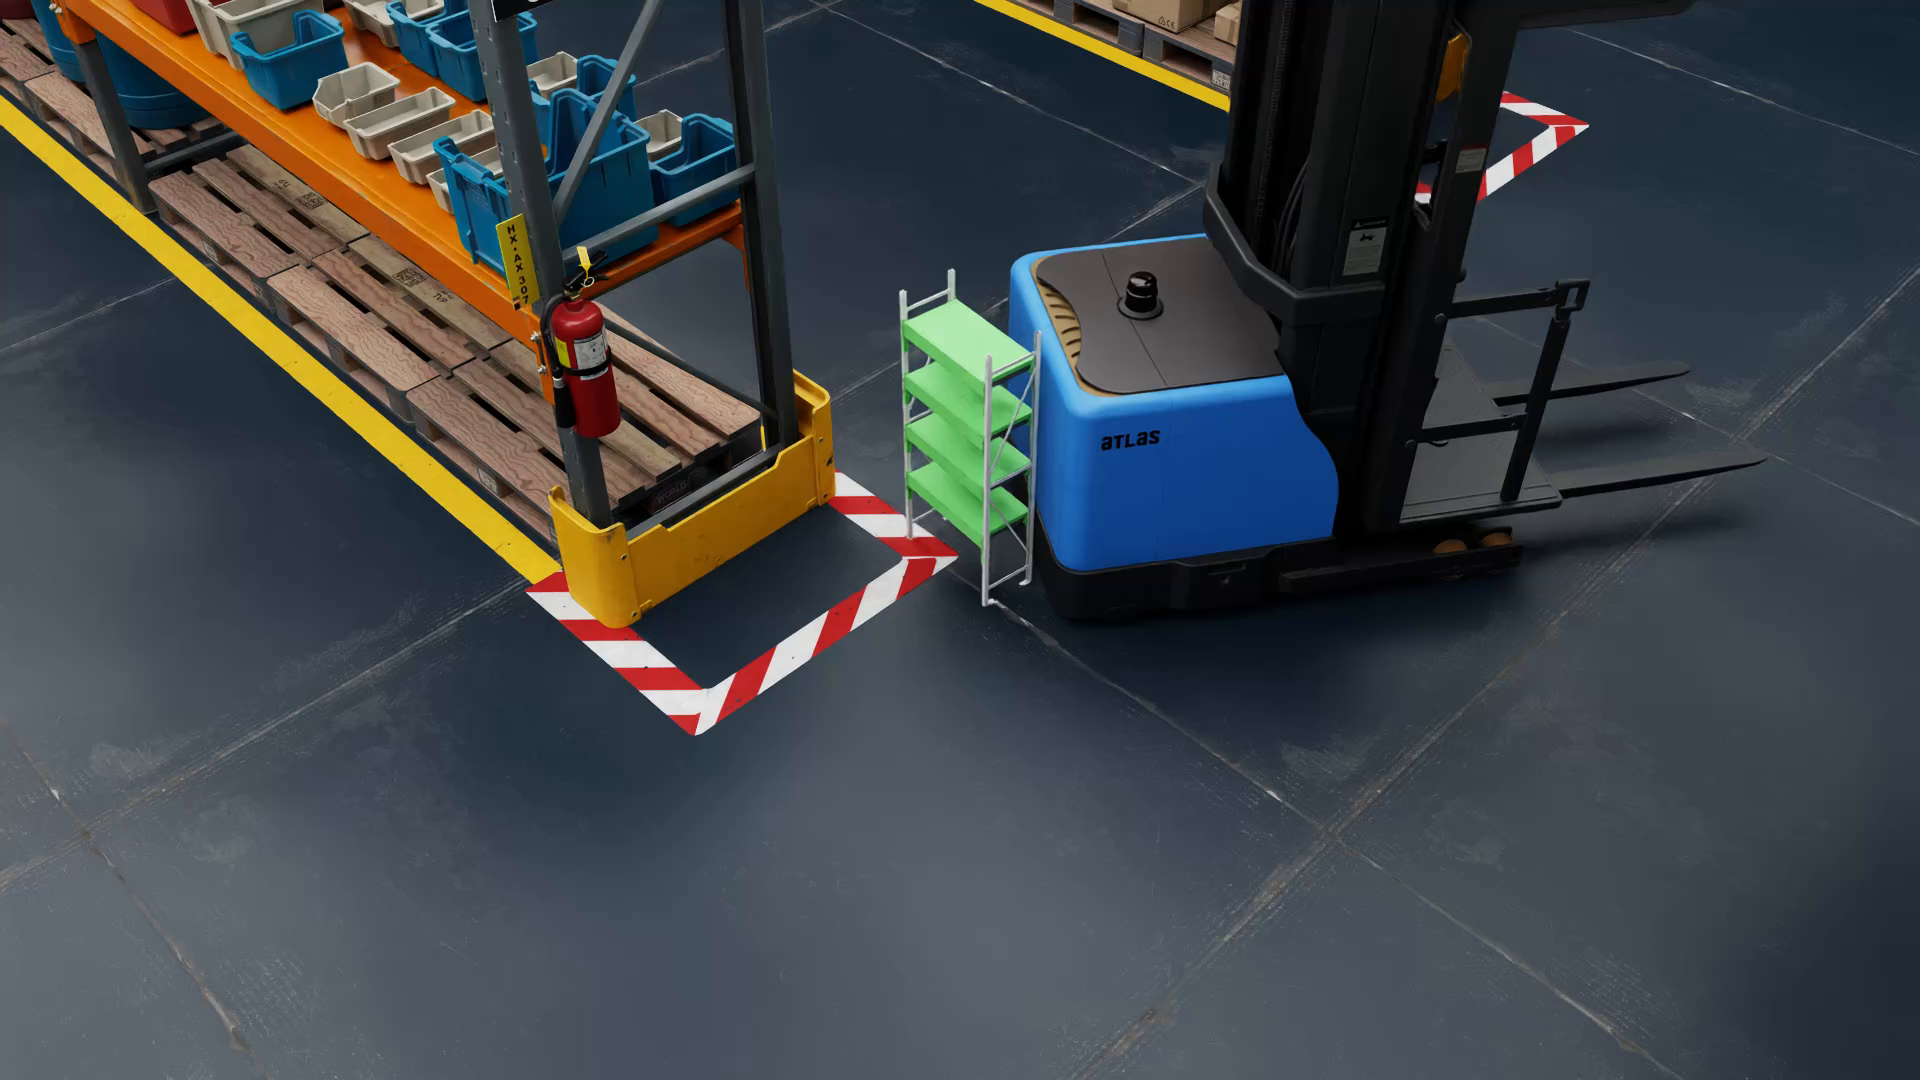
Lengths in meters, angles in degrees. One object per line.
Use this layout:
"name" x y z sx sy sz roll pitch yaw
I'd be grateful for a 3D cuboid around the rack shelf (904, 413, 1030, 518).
"rack shelf" 0.034 -0.316 6.302 0.258 0.148 0.480 -28 50 -27

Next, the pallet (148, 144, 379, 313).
"pallet" -3.331 -1.673 8.405 1.003 0.211 1.213 -34 53 -31

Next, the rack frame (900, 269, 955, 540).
"rack frame" -0.117 -0.493 6.400 0.240 1.200 0.015 -28 50 -27

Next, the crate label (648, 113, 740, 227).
"crate label" -0.994 -1.346 6.076 0.416 0.233 0.303 -34 53 -31

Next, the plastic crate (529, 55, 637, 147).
"plastic crate" -1.459 -1.663 6.418 0.416 0.233 0.300 -34 53 -31

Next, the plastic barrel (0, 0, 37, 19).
"plastic barrel" -5.548 -3.453 9.744 0.600 0.588 0.708 -34 53 -31

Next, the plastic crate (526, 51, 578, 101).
"plastic crate" -1.641 -1.831 6.671 0.250 0.136 0.298 -34 53 -31

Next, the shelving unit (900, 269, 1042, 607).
"shelving unit" 0.034 -0.363 6.259 0.258 1.200 0.503 -28 50 -27

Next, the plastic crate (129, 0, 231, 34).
"plastic crate" -3.425 -2.528 7.184 0.402 0.464 0.583 -34 53 -31

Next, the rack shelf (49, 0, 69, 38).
"rack shelf" -5.290 -3.728 9.105 1.077 0.370 4.000 -34 53 -31

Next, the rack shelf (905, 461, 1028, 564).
"rack shelf" 0.034 -0.140 6.465 0.258 0.148 0.480 -28 50 -27

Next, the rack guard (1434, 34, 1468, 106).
"rack guard" 2.403 -2.600 9.195 1.175 0.500 0.348 -34 53 -31

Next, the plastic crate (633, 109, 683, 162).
"plastic crate" -1.162 -1.505 6.318 0.250 0.136 0.298 -34 53 -31

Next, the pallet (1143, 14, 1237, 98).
"pallet" 1.839 -2.877 9.708 1.003 0.211 1.213 -34 53 -31

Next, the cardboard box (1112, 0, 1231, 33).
"cardboard box" 1.249 -3.247 9.756 0.500 0.250 0.500 -34 53 -31

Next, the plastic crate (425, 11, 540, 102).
"plastic crate" -1.924 -1.979 6.761 0.416 0.233 0.300 -34 53 -31

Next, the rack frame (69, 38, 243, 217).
"rack frame" -3.878 -3.032 7.820 1.000 3.000 0.127 -34 53 -31

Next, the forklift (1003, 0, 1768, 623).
"forklift" 1.749 -1.262 5.956 3.031 2.935 1.130 -8 43 -8

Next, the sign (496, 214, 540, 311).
"sign" -1.431 -0.898 5.391 0.100 0.325 0.005 -34 53 -31

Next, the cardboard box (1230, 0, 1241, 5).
"cardboard box" 1.920 -3.271 9.781 0.500 0.250 0.500 -34 53 -31

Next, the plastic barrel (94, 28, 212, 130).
"plastic barrel" -4.250 -2.685 8.682 0.600 0.901 0.708 -34 53 -31

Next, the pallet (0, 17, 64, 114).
"pallet" -5.259 -2.984 9.824 1.003 0.211 1.213 -34 53 -31

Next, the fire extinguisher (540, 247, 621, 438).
"fire extinguisher" -1.268 -0.654 5.579 0.296 0.674 0.183 -34 53 -31

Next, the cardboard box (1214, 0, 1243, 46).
"cardboard box" 1.676 -2.984 9.532 0.380 0.166 0.250 -34 53 -31

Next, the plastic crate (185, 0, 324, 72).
"plastic crate" -2.930 -2.188 6.951 0.437 0.282 0.530 -34 53 -31

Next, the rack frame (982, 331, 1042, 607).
"rack frame" 0.184 -0.233 6.118 0.240 1.200 0.015 -28 50 -27

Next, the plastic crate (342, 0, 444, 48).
"plastic crate" -2.435 -2.264 7.140 0.293 0.136 0.466 -34 53 -31

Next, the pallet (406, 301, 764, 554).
"pallet" -1.608 -0.500 7.136 1.003 0.211 1.213 -34 53 -31

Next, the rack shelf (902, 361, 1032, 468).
"rack shelf" 0.034 -0.492 6.139 0.258 0.148 0.480 -28 50 -27

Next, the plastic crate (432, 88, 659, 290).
"plastic crate" -1.422 -1.216 5.785 0.616 0.435 0.499 -34 53 -31

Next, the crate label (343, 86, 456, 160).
"crate label" -2.166 -1.608 6.430 0.396 0.136 0.243 -34 53 -31

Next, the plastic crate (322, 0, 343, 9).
"plastic crate" -2.897 -2.543 7.451 0.437 0.125 0.590 -34 53 -31

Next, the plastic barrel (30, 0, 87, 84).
"plastic barrel" -4.750 -3.025 9.050 0.600 0.901 0.708 -34 53 -31

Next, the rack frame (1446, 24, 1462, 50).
"rack frame" 2.457 -3.482 8.308 1.000 3.000 0.127 -34 53 -31

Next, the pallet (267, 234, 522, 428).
"pallet" -2.465 -1.086 7.770 1.003 0.211 1.213 -34 53 -31

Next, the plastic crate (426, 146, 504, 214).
"plastic crate" -1.757 -1.340 6.140 0.396 0.136 0.243 -34 53 -31

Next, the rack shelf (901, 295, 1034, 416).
"rack shelf" 0.034 -0.669 5.976 0.258 0.148 0.480 -28 50 -27

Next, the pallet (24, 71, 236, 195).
"pallet" -4.393 -2.398 9.190 1.003 0.211 1.213 -34 53 -31

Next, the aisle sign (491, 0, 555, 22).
"aisle sign" -1.210 -1.889 4.669 0.394 0.787 0.004 -34 53 -31

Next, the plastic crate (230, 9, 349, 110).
"plastic crate" -2.685 -1.934 6.712 0.416 0.233 0.300 -34 53 -31

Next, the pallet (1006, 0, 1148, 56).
"pallet" 0.982 -3.463 10.342 1.003 0.211 1.213 -34 53 -31

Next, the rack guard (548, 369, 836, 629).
"rack guard" -1.027 -0.186 6.583 1.175 0.500 0.348 -34 53 -31

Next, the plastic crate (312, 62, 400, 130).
"plastic crate" -2.388 -1.741 6.574 0.298 0.136 0.250 -34 53 -31

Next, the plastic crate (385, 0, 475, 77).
"plastic crate" -2.136 -2.123 6.917 0.416 0.233 0.300 -34 53 -31

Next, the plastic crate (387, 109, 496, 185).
"plastic crate" -1.952 -1.486 6.298 0.396 0.136 0.243 -34 53 -31

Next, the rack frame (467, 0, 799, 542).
"rack frame" -1.053 -1.109 5.740 1.000 3.000 0.127 -34 53 -31

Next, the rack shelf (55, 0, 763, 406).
"rack shelf" -2.465 -1.806 7.025 1.077 0.370 4.000 -34 53 -31
